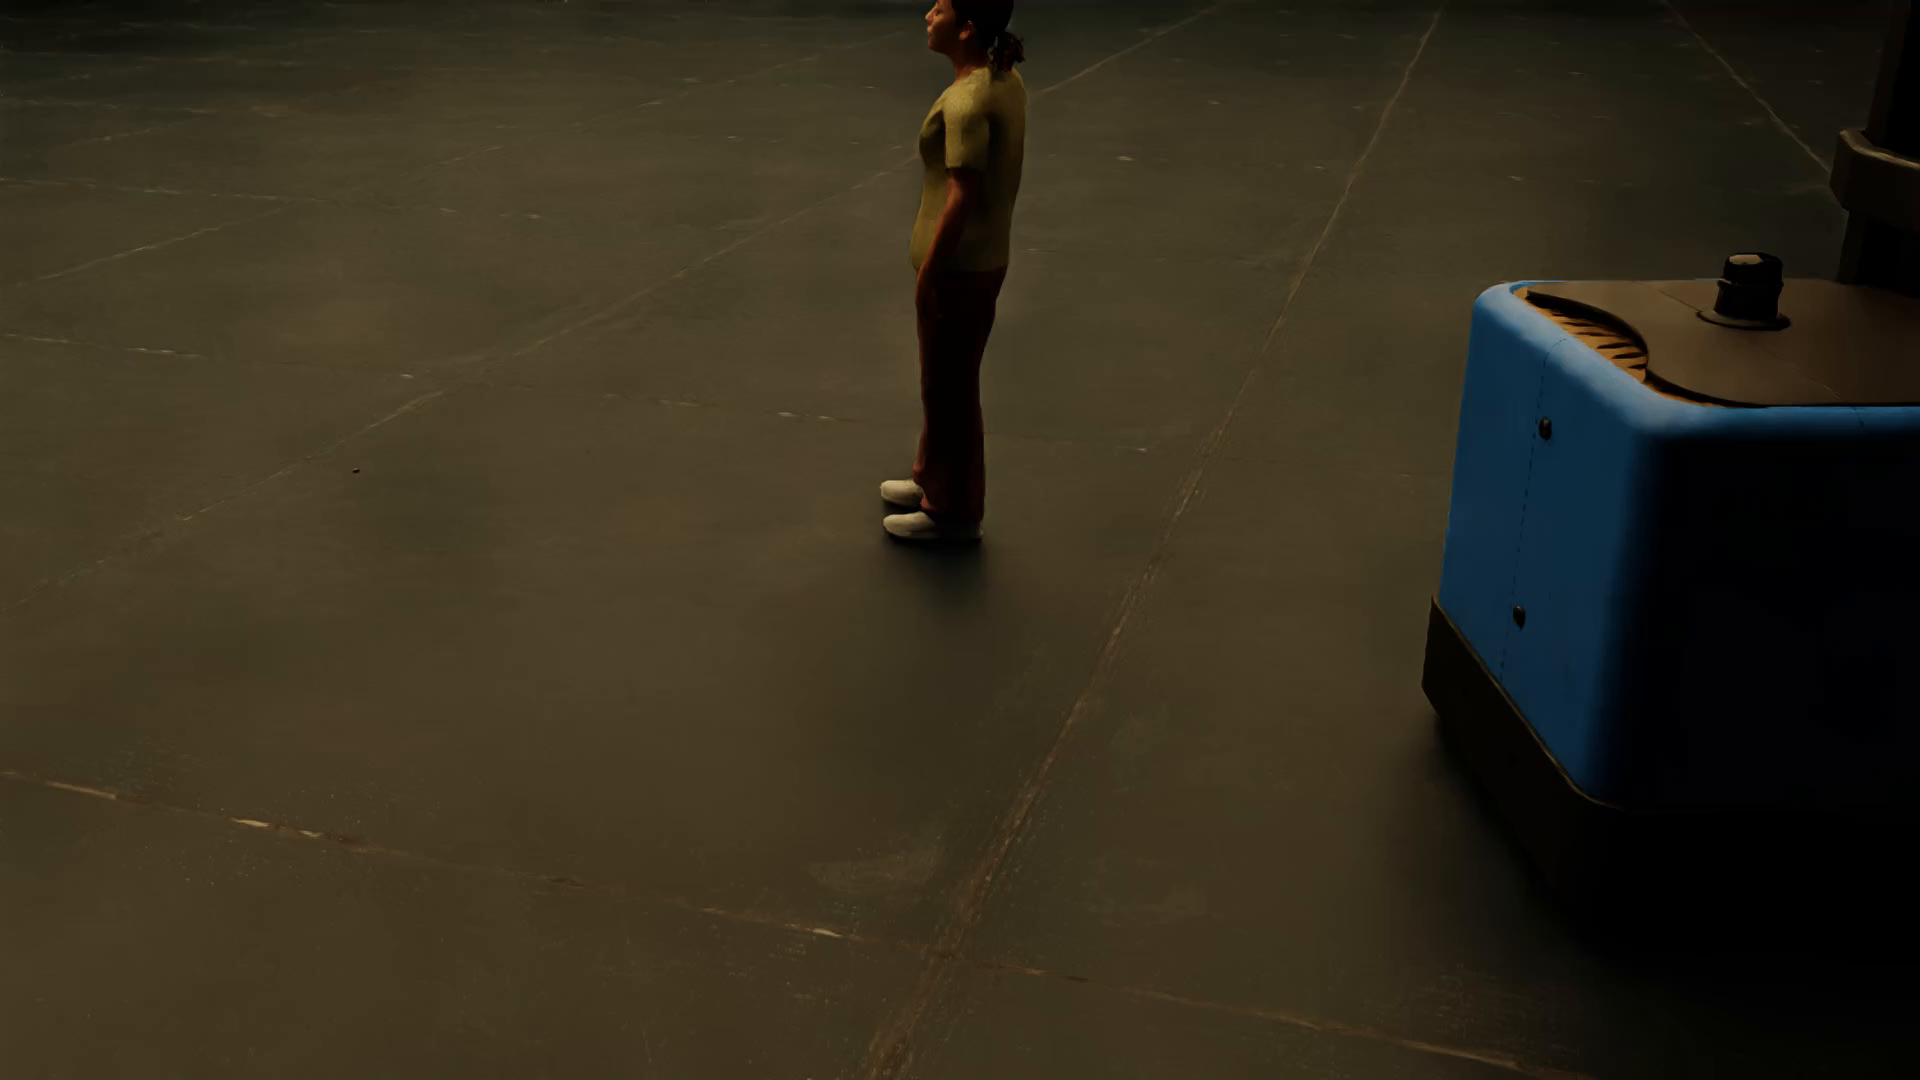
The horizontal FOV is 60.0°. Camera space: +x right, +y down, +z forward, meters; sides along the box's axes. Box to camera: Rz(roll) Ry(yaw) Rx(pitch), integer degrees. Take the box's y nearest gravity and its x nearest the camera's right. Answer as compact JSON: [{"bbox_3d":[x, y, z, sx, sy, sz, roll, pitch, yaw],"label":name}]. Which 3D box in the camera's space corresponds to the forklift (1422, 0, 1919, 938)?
[{"bbox_3d":[2.658,-0.786,3.184,3.031,2.935,1.130,-1,22,-2],"label":"forklift"}]

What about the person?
[{"bbox_3d":[-0.067,-0.794,4.828,0.548,1.674,0.554,7,23,16],"label":"person"}]
